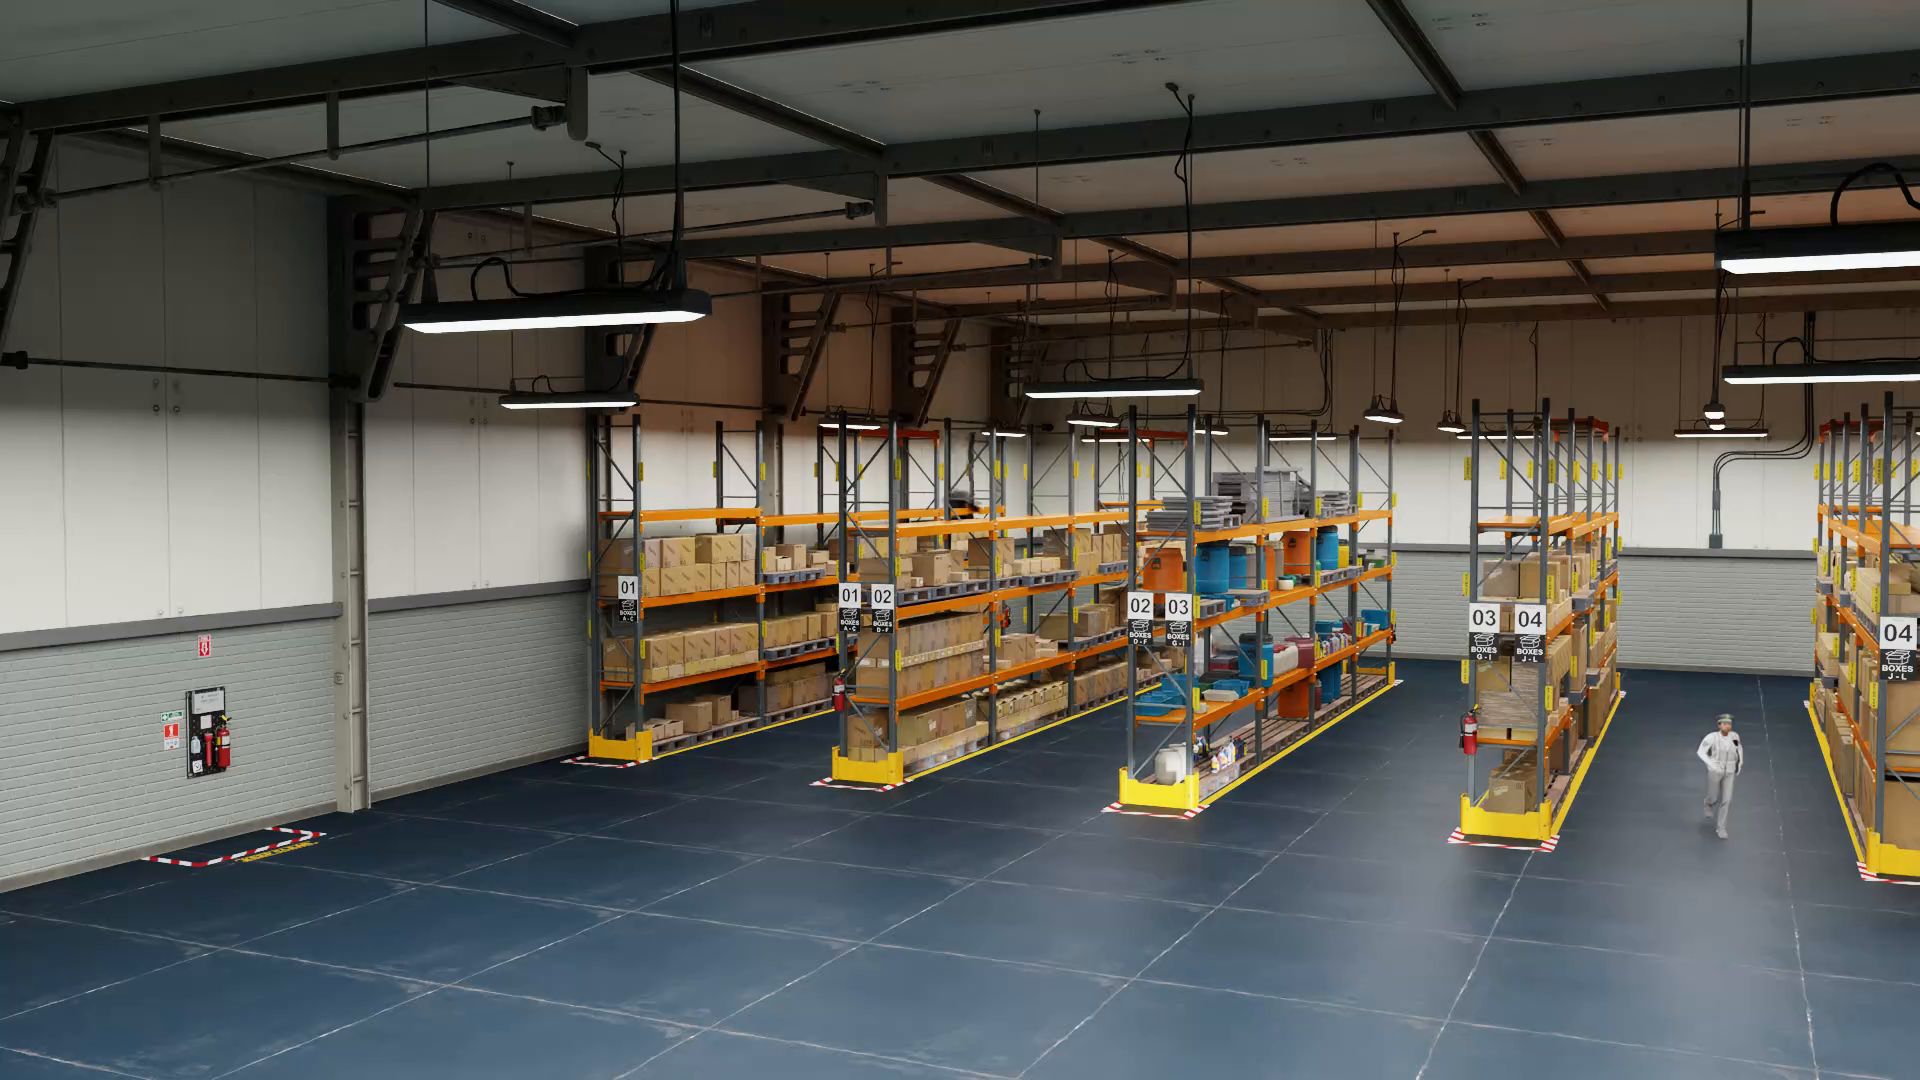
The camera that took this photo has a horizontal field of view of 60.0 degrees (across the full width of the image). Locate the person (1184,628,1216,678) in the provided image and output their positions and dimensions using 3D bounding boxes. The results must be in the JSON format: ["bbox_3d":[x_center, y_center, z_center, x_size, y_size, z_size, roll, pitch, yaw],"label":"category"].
[{"bbox_3d":[5.115,2.573,35.564,0.658,1.668,0.765,1,2,17],"label":"person"}]

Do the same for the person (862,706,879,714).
[{"bbox_3d":[-1.594,2.855,30.636,0.670,1.660,0.537,1,2,20],"label":"person"}]

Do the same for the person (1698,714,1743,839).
[{"bbox_3d":[10.556,3.227,23.069,0.641,1.685,0.873,0,2,6],"label":"person"}]
